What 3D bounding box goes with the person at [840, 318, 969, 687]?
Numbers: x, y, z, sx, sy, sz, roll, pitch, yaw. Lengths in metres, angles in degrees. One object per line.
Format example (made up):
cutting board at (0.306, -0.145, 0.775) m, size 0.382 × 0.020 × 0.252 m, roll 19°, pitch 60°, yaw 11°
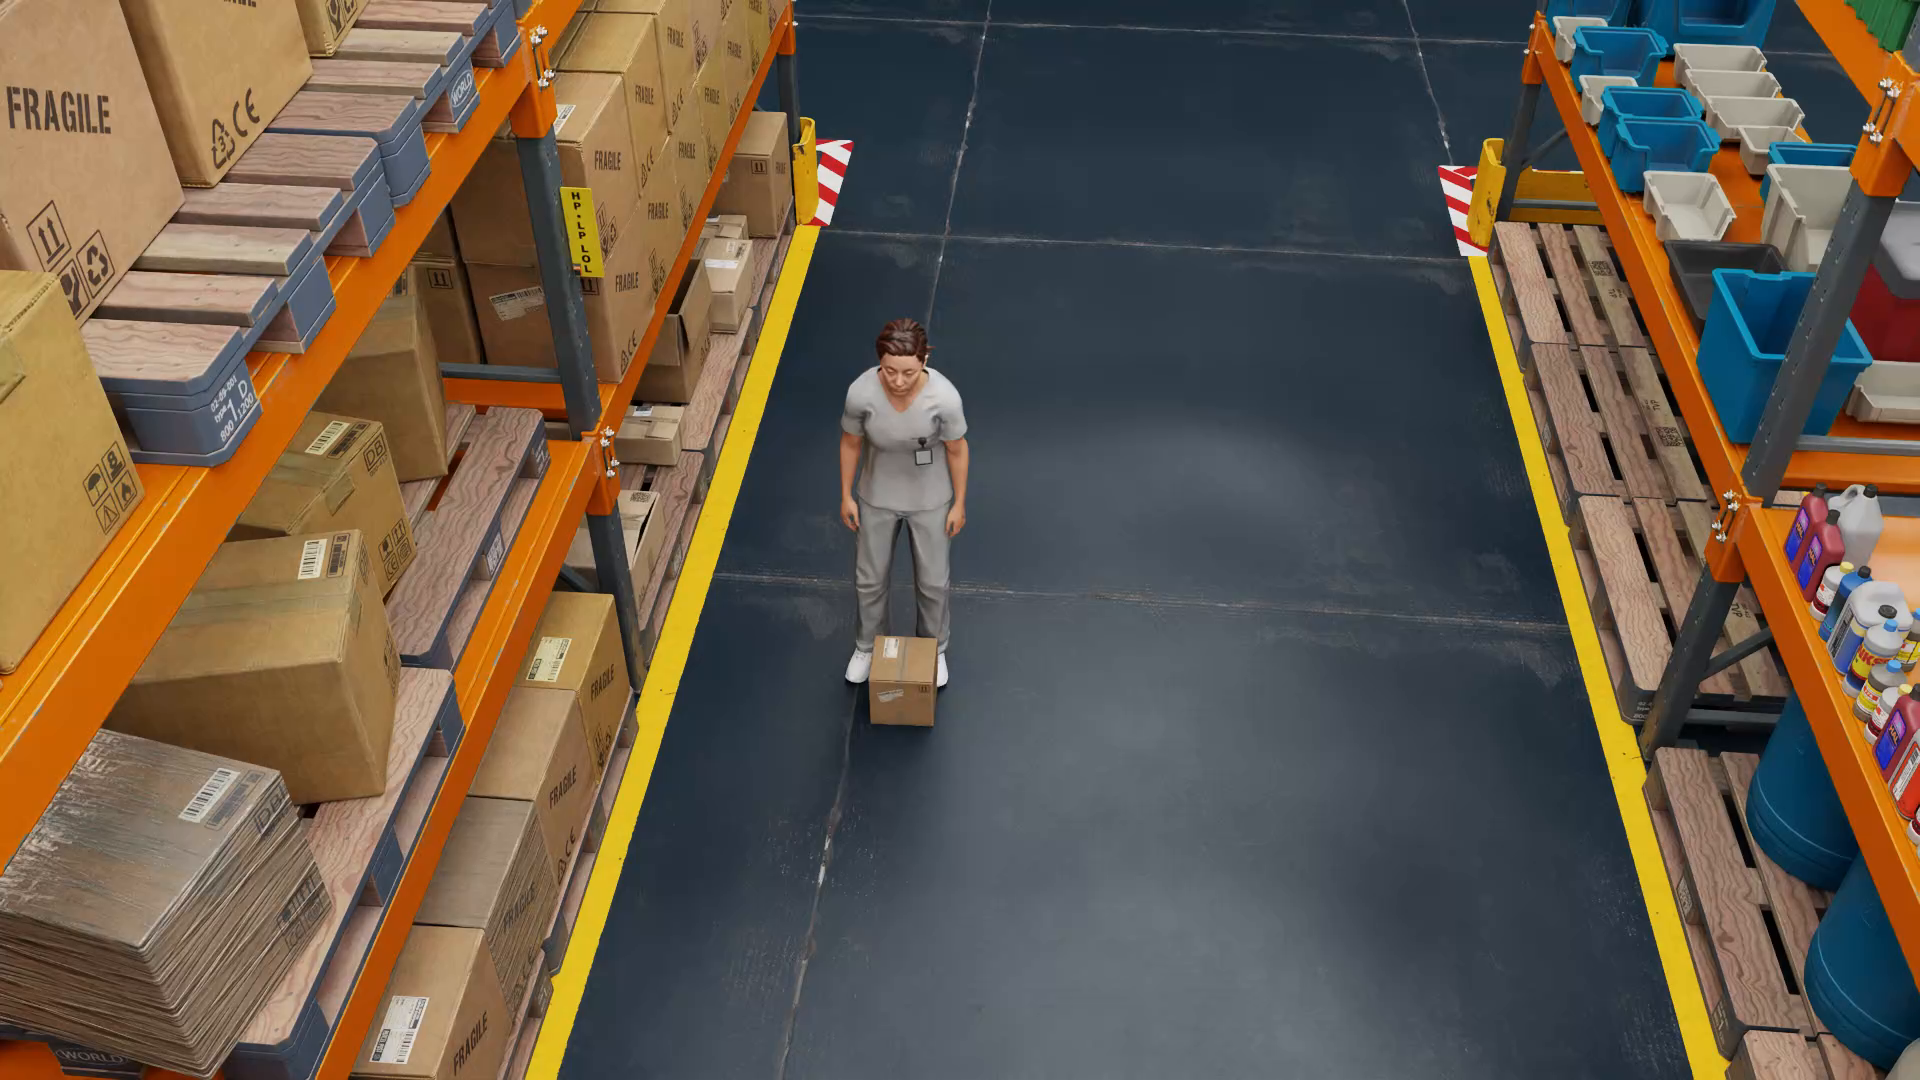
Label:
person at (-0.212, -0.143, 6.327) m, size 0.486 × 1.673 × 0.358 m, roll 3°, pitch 40°, yaw 4°
